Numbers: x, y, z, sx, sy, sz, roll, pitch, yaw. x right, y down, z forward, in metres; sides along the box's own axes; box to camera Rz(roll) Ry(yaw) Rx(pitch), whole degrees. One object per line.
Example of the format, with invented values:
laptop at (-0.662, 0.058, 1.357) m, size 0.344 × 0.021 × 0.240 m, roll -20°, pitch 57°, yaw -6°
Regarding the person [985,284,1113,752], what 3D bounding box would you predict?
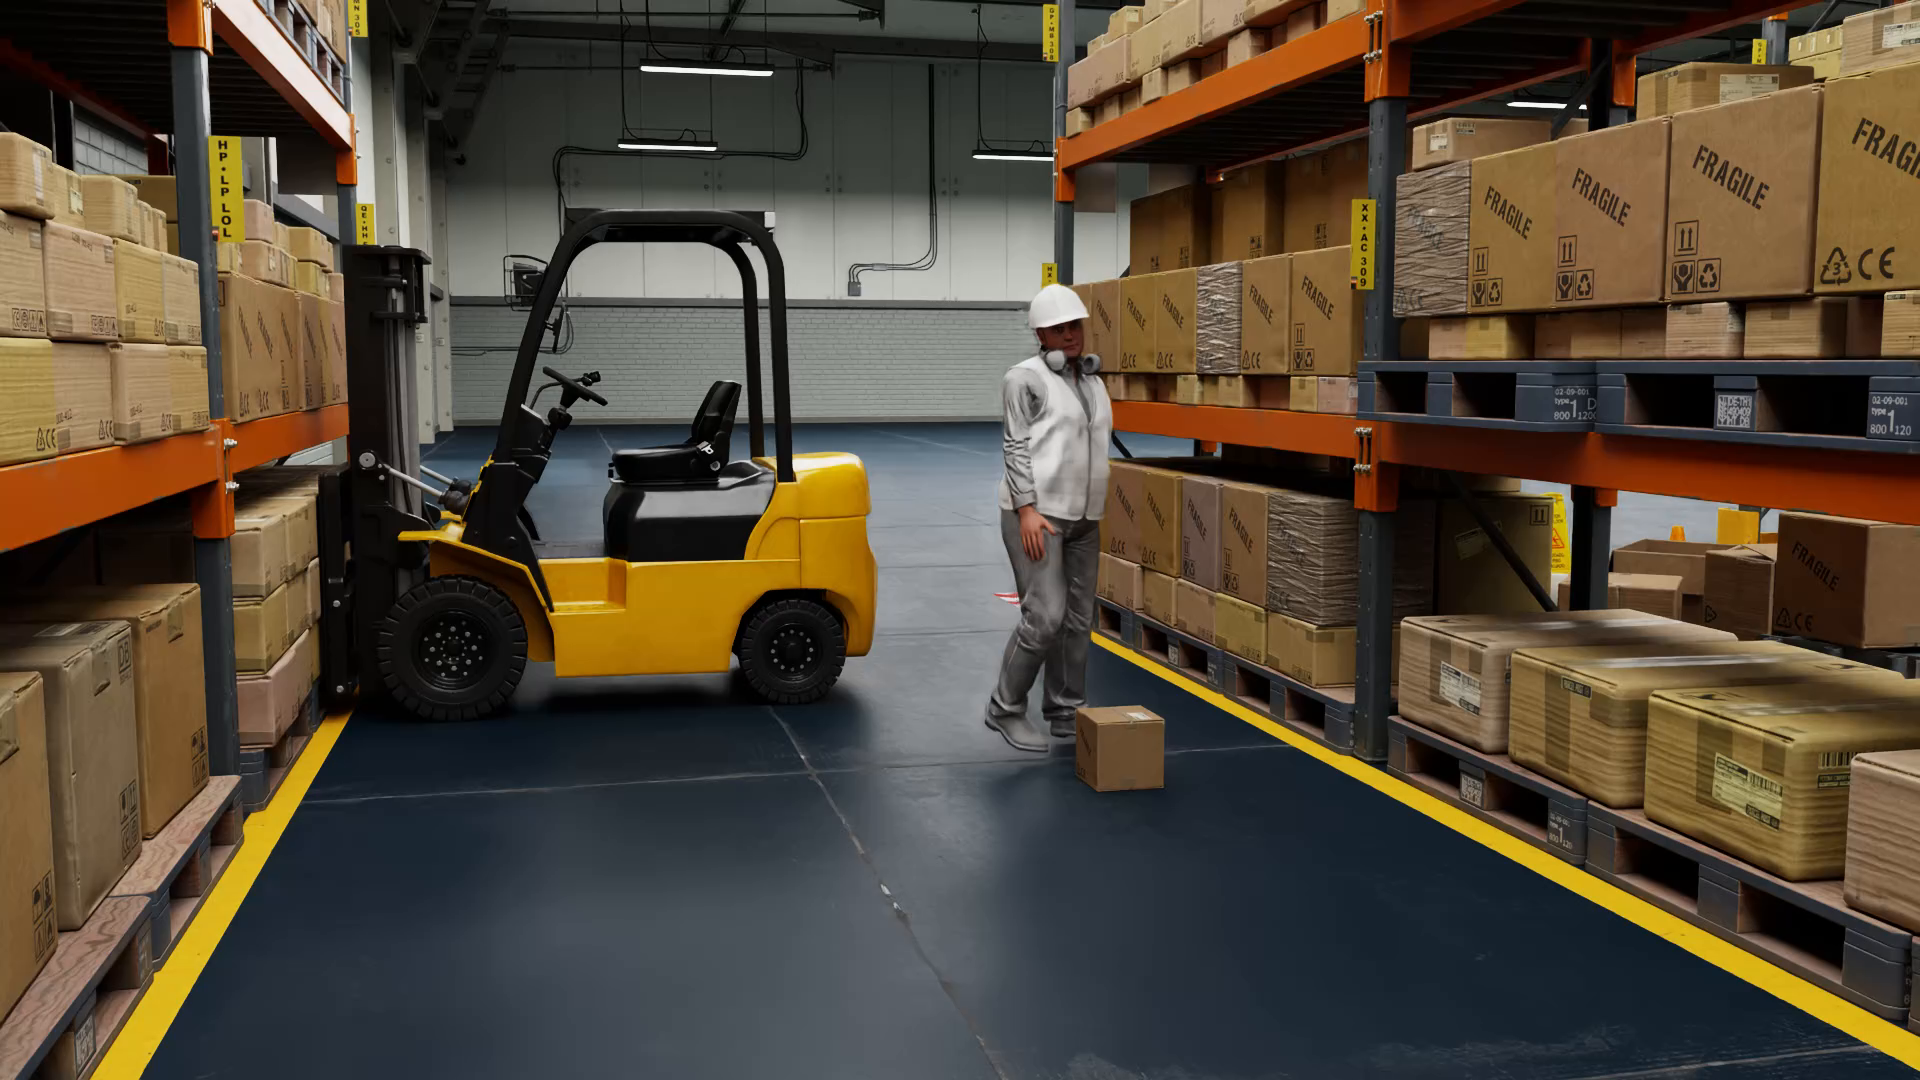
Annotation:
person at (0.379, -0.080, 6.352) m, size 0.571 × 1.777 × 0.376 m, roll -6°, pitch 8°, yaw -44°
